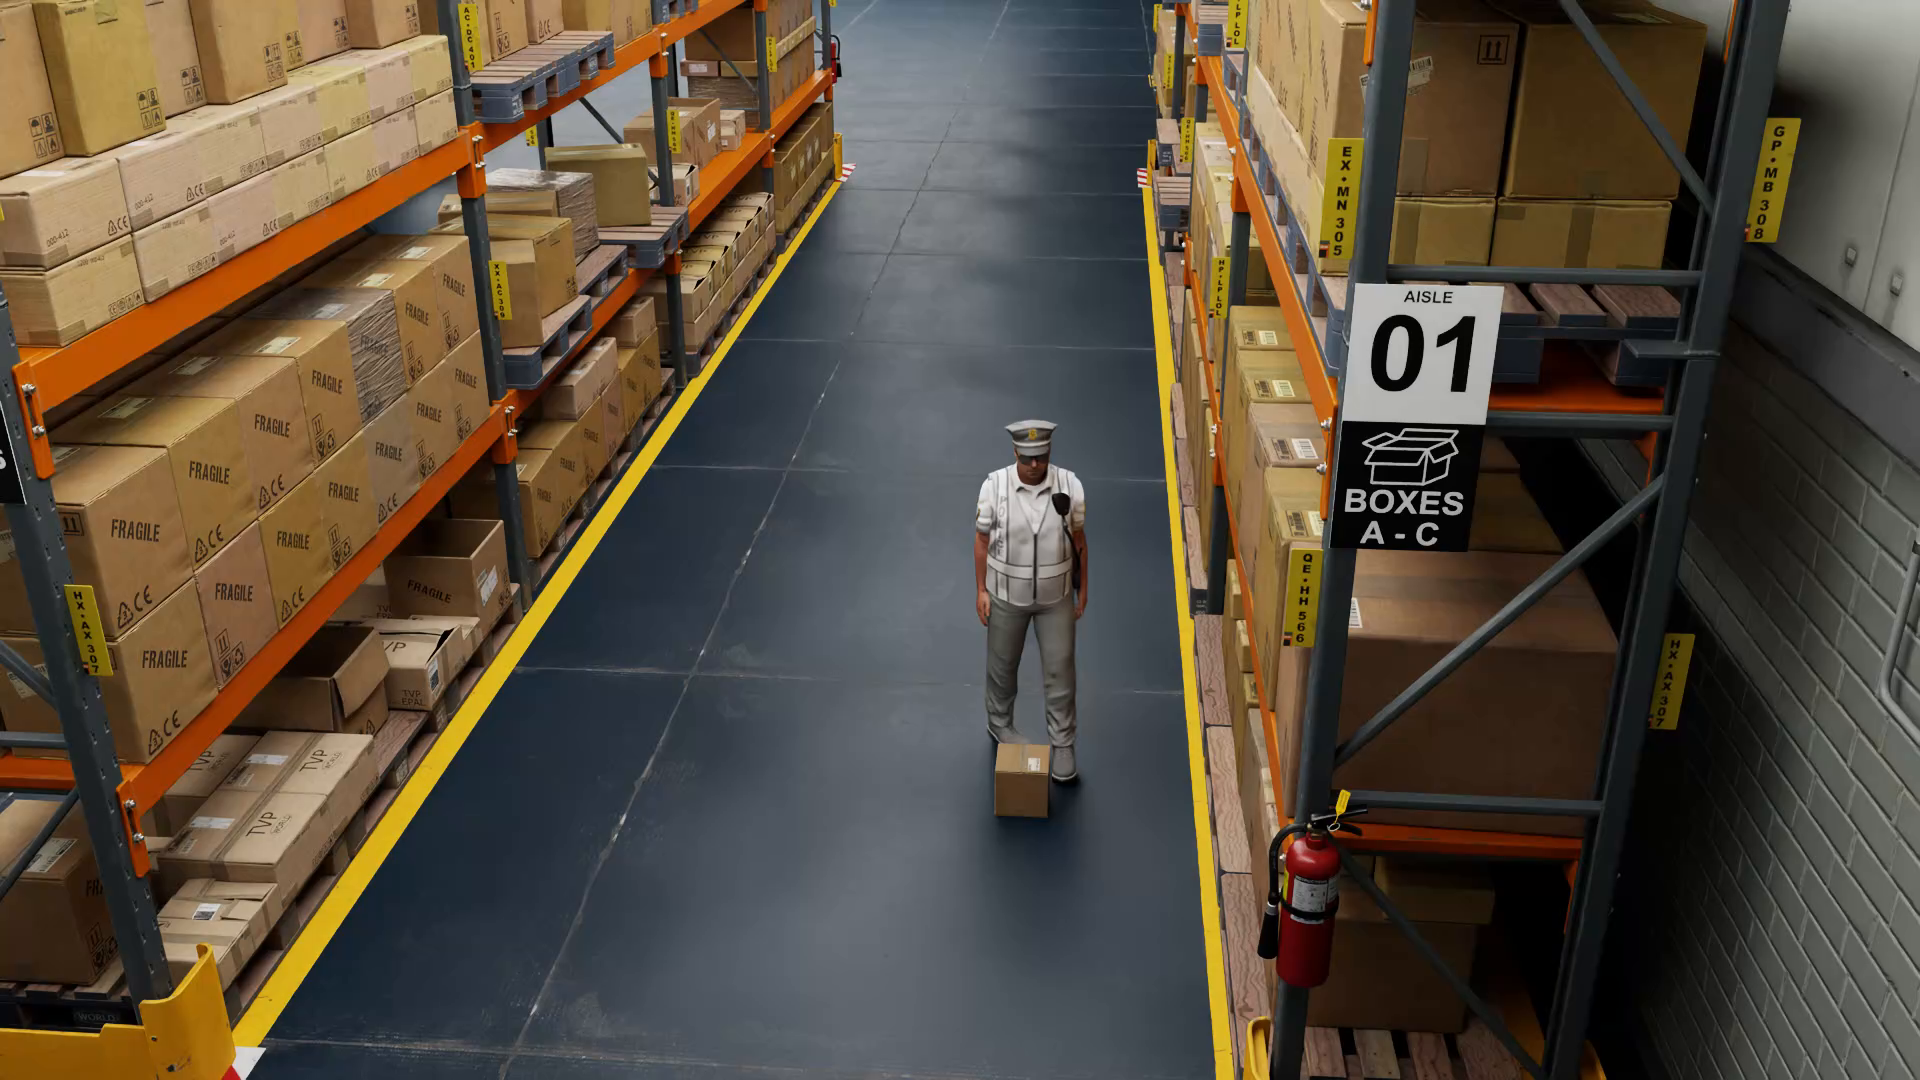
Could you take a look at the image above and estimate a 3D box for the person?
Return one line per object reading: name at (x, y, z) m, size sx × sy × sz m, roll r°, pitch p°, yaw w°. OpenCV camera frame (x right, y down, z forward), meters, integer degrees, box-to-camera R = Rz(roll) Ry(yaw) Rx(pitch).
person at (0.356, 0.281, 7.956) m, size 0.555 × 1.754 × 0.590 m, roll -2°, pitch 24°, yaw -4°
